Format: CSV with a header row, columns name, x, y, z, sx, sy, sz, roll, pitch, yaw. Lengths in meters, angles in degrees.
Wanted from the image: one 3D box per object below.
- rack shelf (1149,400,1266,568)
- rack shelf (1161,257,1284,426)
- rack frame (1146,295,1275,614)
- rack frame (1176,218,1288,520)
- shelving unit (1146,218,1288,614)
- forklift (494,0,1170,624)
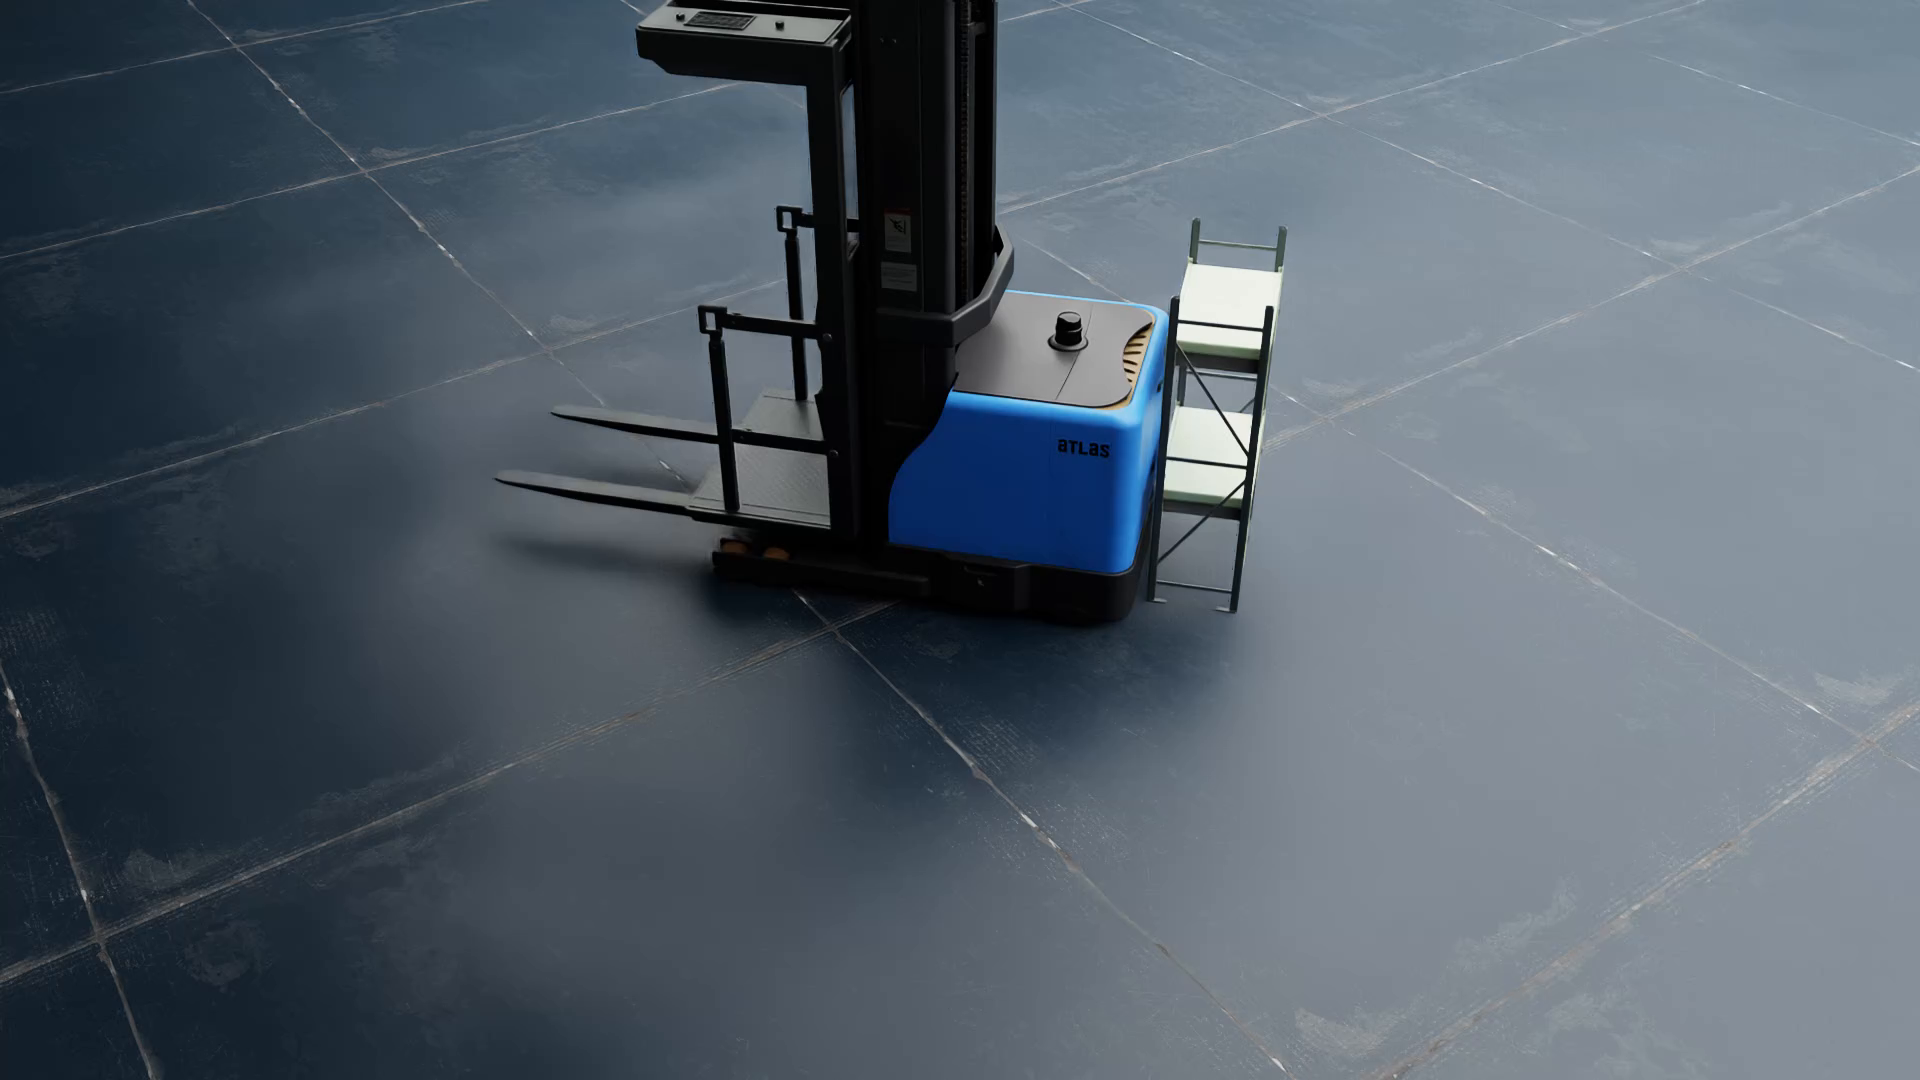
name,x,y,z,sx,sy,sz,roll,pitch,yaw
rack shelf,1.104,-0.261,7.387,0.431,0.370,0.720,8,36,10
rack shelf,1.104,-0.842,6.968,0.431,0.370,0.720,8,36,10
rack frame,1.022,-0.317,6.907,0.400,1.500,0.023,8,36,10
rack frame,1.186,-0.734,7.486,0.400,1.500,0.023,8,36,10
shelving unit,1.104,-0.526,7.196,0.431,1.500,0.755,8,36,10
forklift,-0.629,-1.279,7.018,3.031,2.935,1.130,8,36,11
